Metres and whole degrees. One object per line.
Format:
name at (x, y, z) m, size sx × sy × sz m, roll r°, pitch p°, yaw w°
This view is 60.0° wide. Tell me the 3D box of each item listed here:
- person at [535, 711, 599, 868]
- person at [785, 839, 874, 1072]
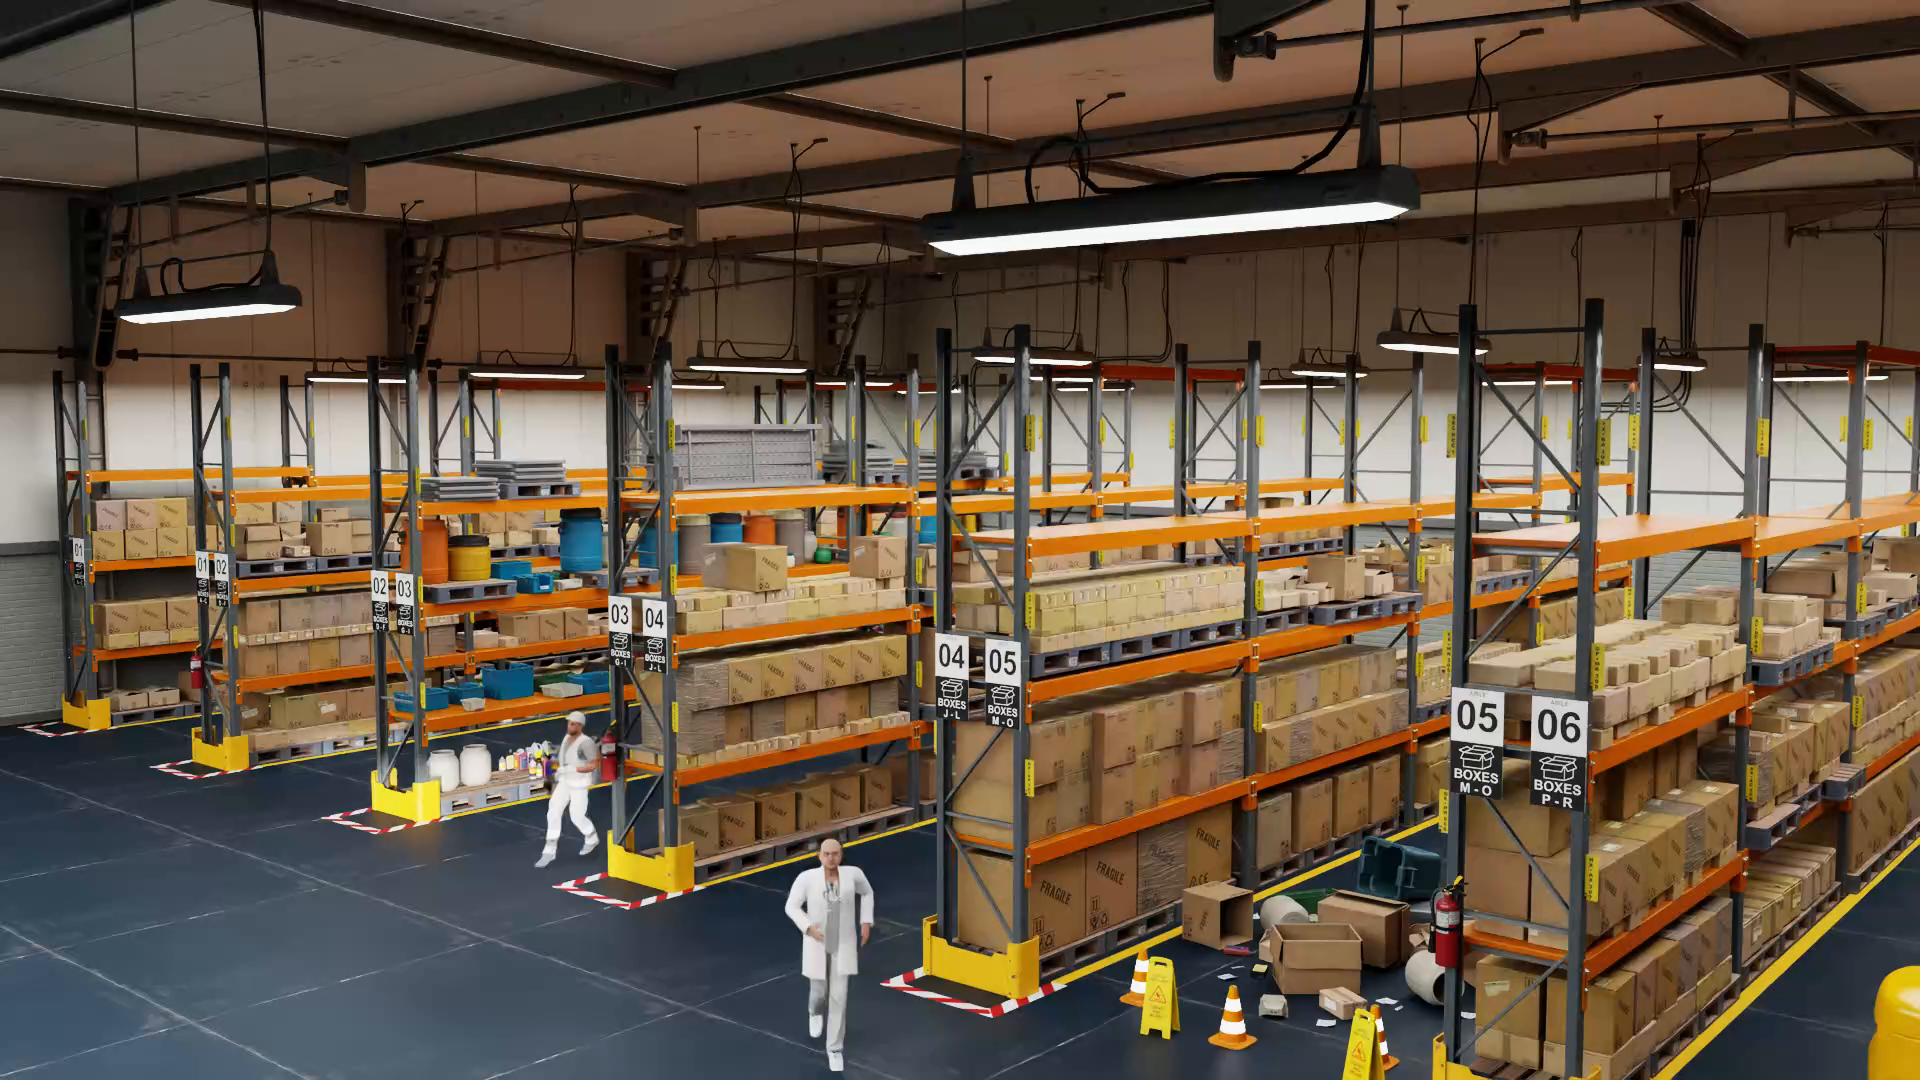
person at (-4.510, 2.877, 19.360) m, size 0.681 × 1.789 × 0.865 m, roll 3°, pitch 5°, yaw 35°
person at (-1.053, 3.403, 13.559) m, size 0.737 × 1.595 × 0.904 m, roll -1°, pitch 4°, yaw -9°
